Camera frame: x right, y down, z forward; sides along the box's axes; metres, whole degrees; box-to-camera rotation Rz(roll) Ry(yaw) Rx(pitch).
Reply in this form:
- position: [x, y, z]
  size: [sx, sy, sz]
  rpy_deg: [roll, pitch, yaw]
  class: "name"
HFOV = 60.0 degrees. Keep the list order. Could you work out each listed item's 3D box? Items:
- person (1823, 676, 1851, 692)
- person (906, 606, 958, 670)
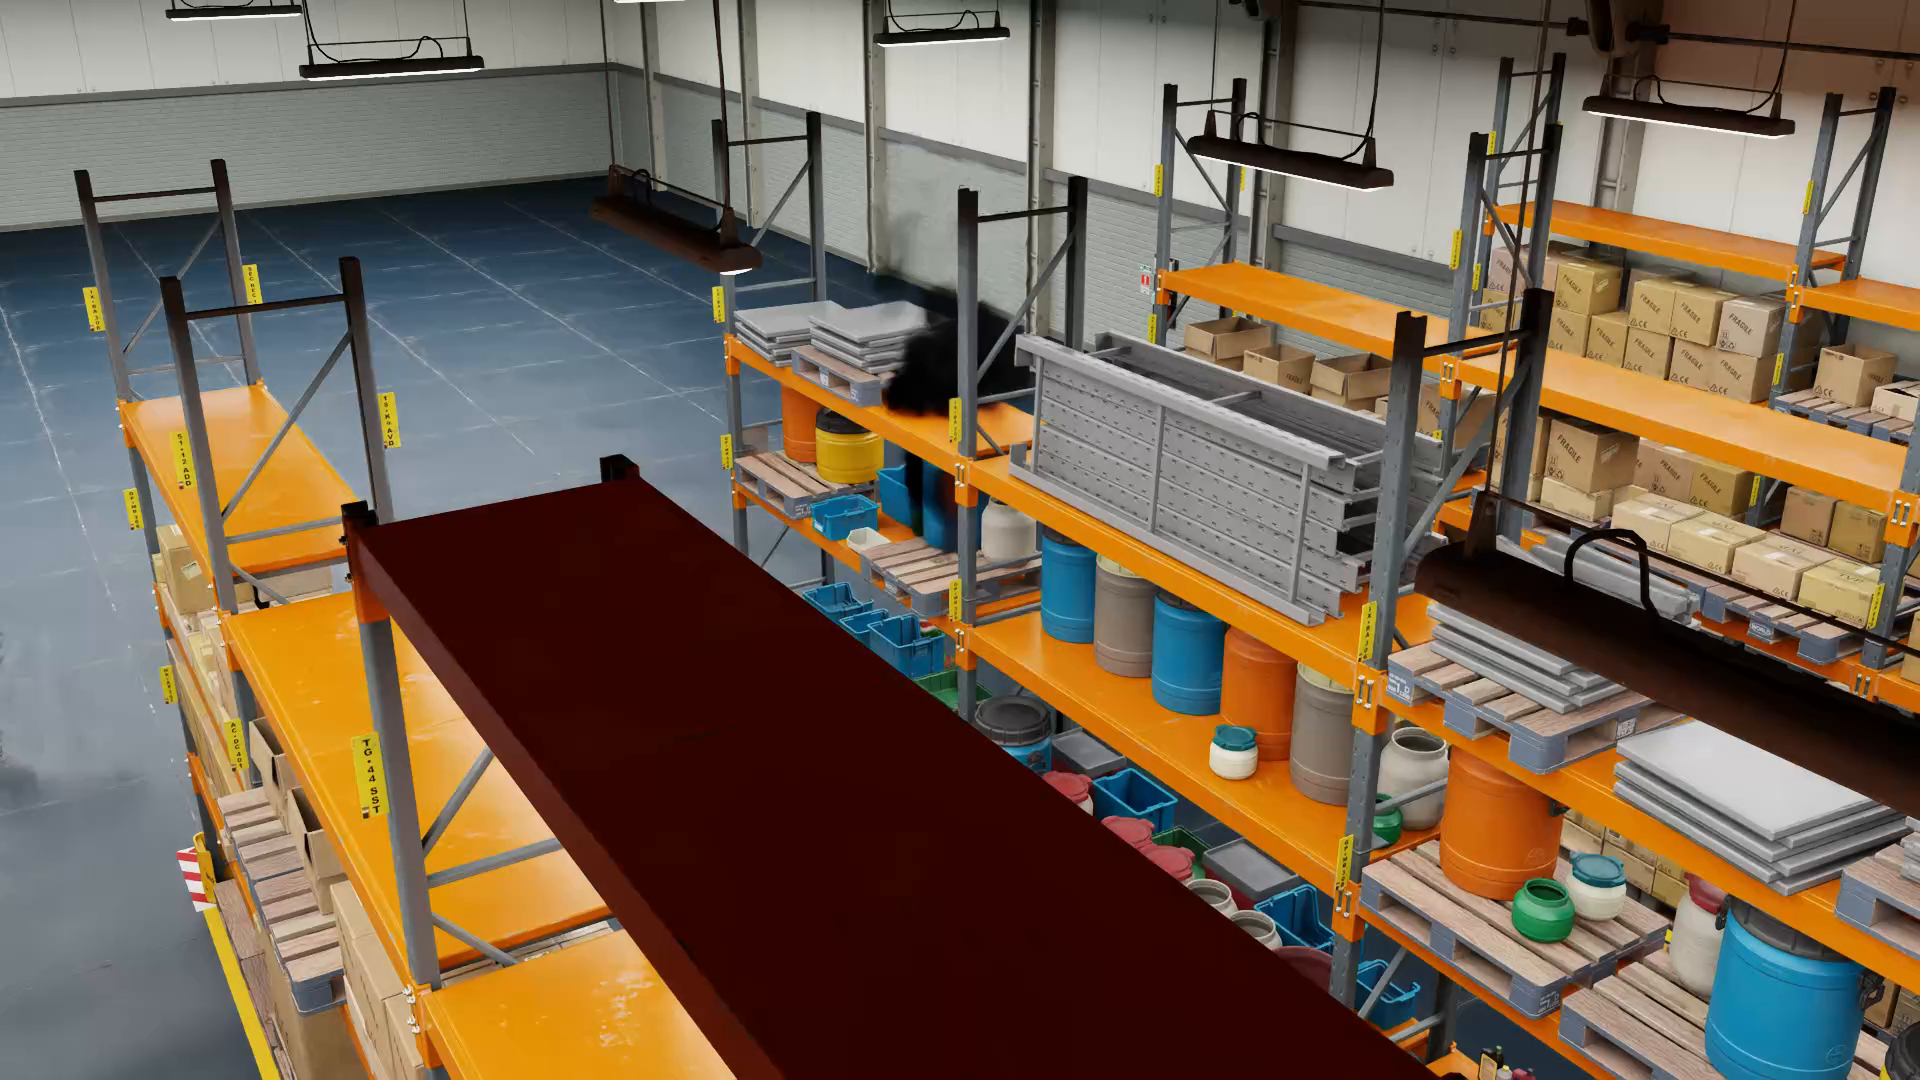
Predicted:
- position: [7.618, 1.783, 14.697]
  size: [0.576, 1.743, 0.732]
  rpy_deg: [-18, 28, -37]
  class: "person"
- position: [-0.367, 0.864, 16.844]
  size: [0.854, 1.763, 0.693]
  rpy_deg: [17, 27, 36]
  class: "person"
